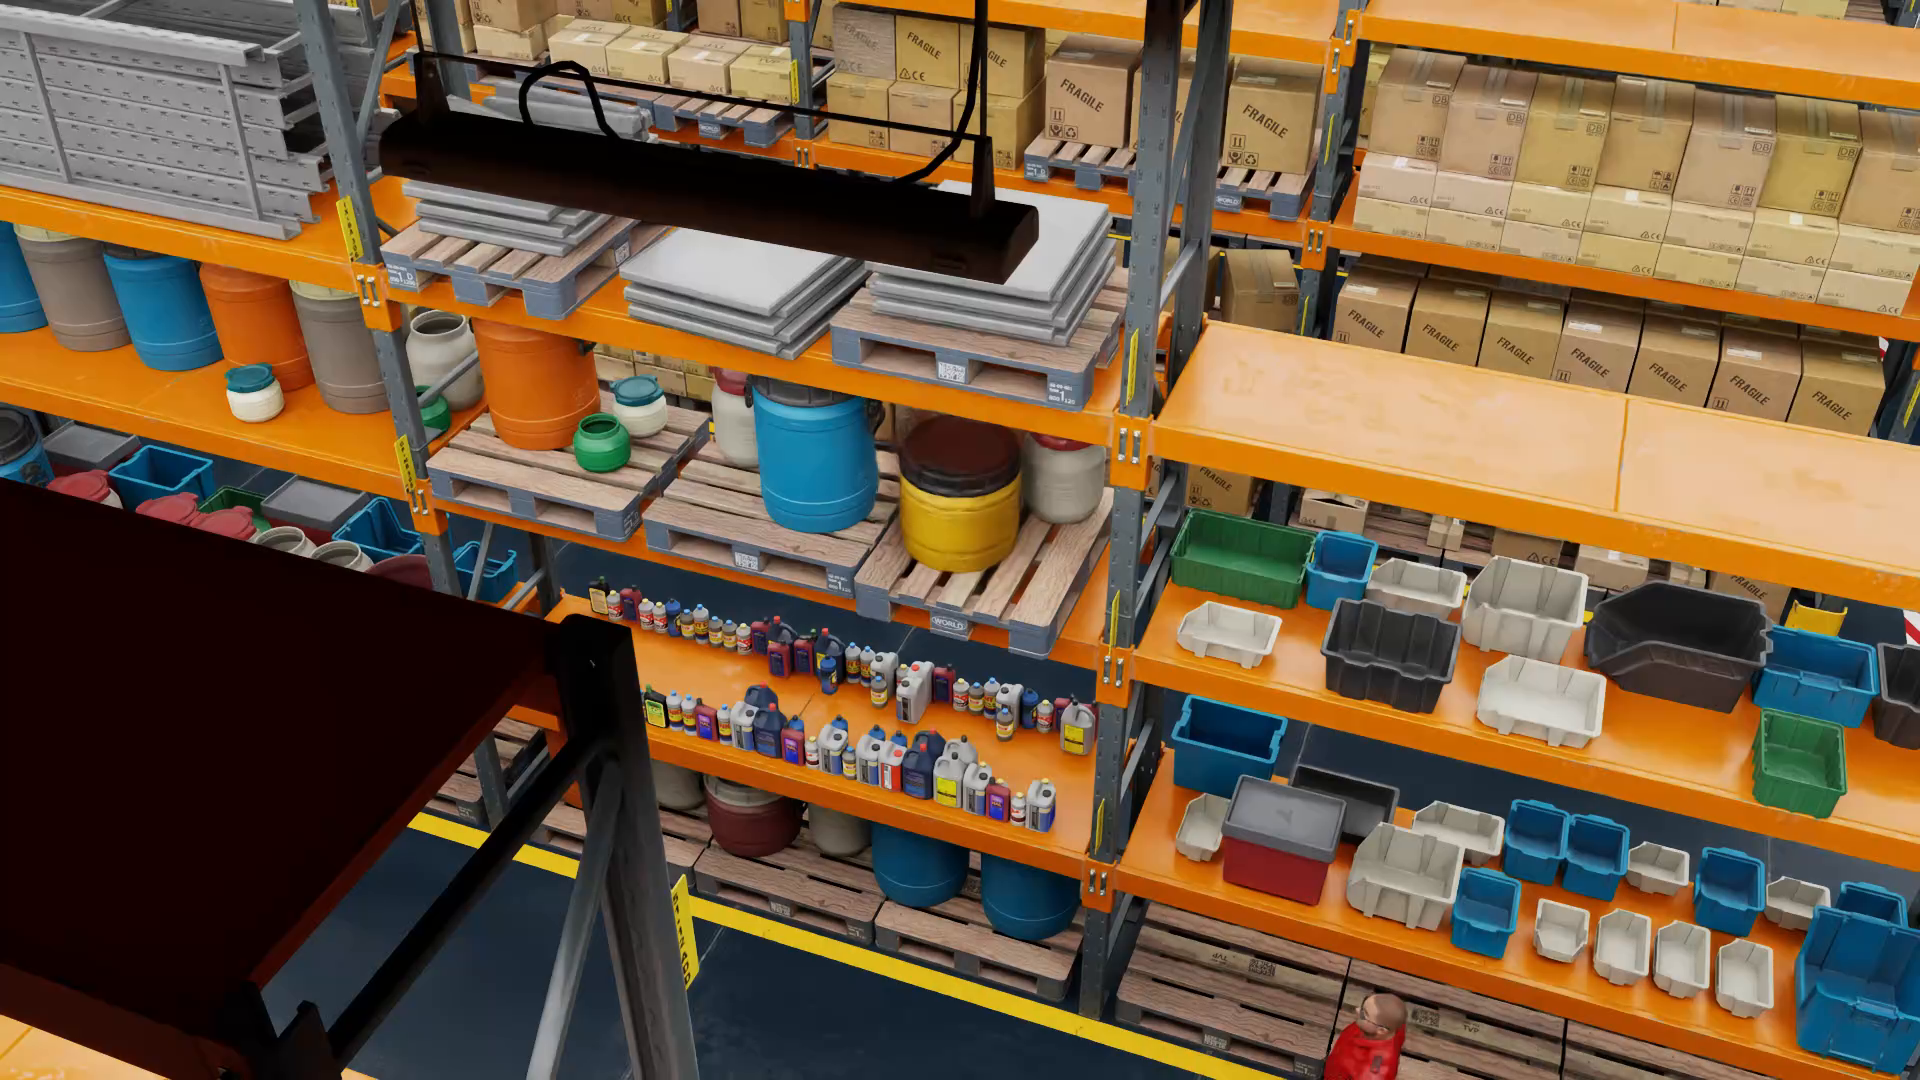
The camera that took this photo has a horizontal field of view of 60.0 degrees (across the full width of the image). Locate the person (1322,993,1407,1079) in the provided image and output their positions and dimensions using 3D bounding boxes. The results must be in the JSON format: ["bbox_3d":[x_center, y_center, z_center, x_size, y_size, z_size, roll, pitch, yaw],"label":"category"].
[{"bbox_3d":[1.865,2.774,8.197,1.060,1.656,0.564,7,37,9],"label":"person"}]

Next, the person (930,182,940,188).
[{"bbox_3d":[-0.047,-3.347,16.548,0.512,1.659,0.575,10,38,13],"label":"person"}]
